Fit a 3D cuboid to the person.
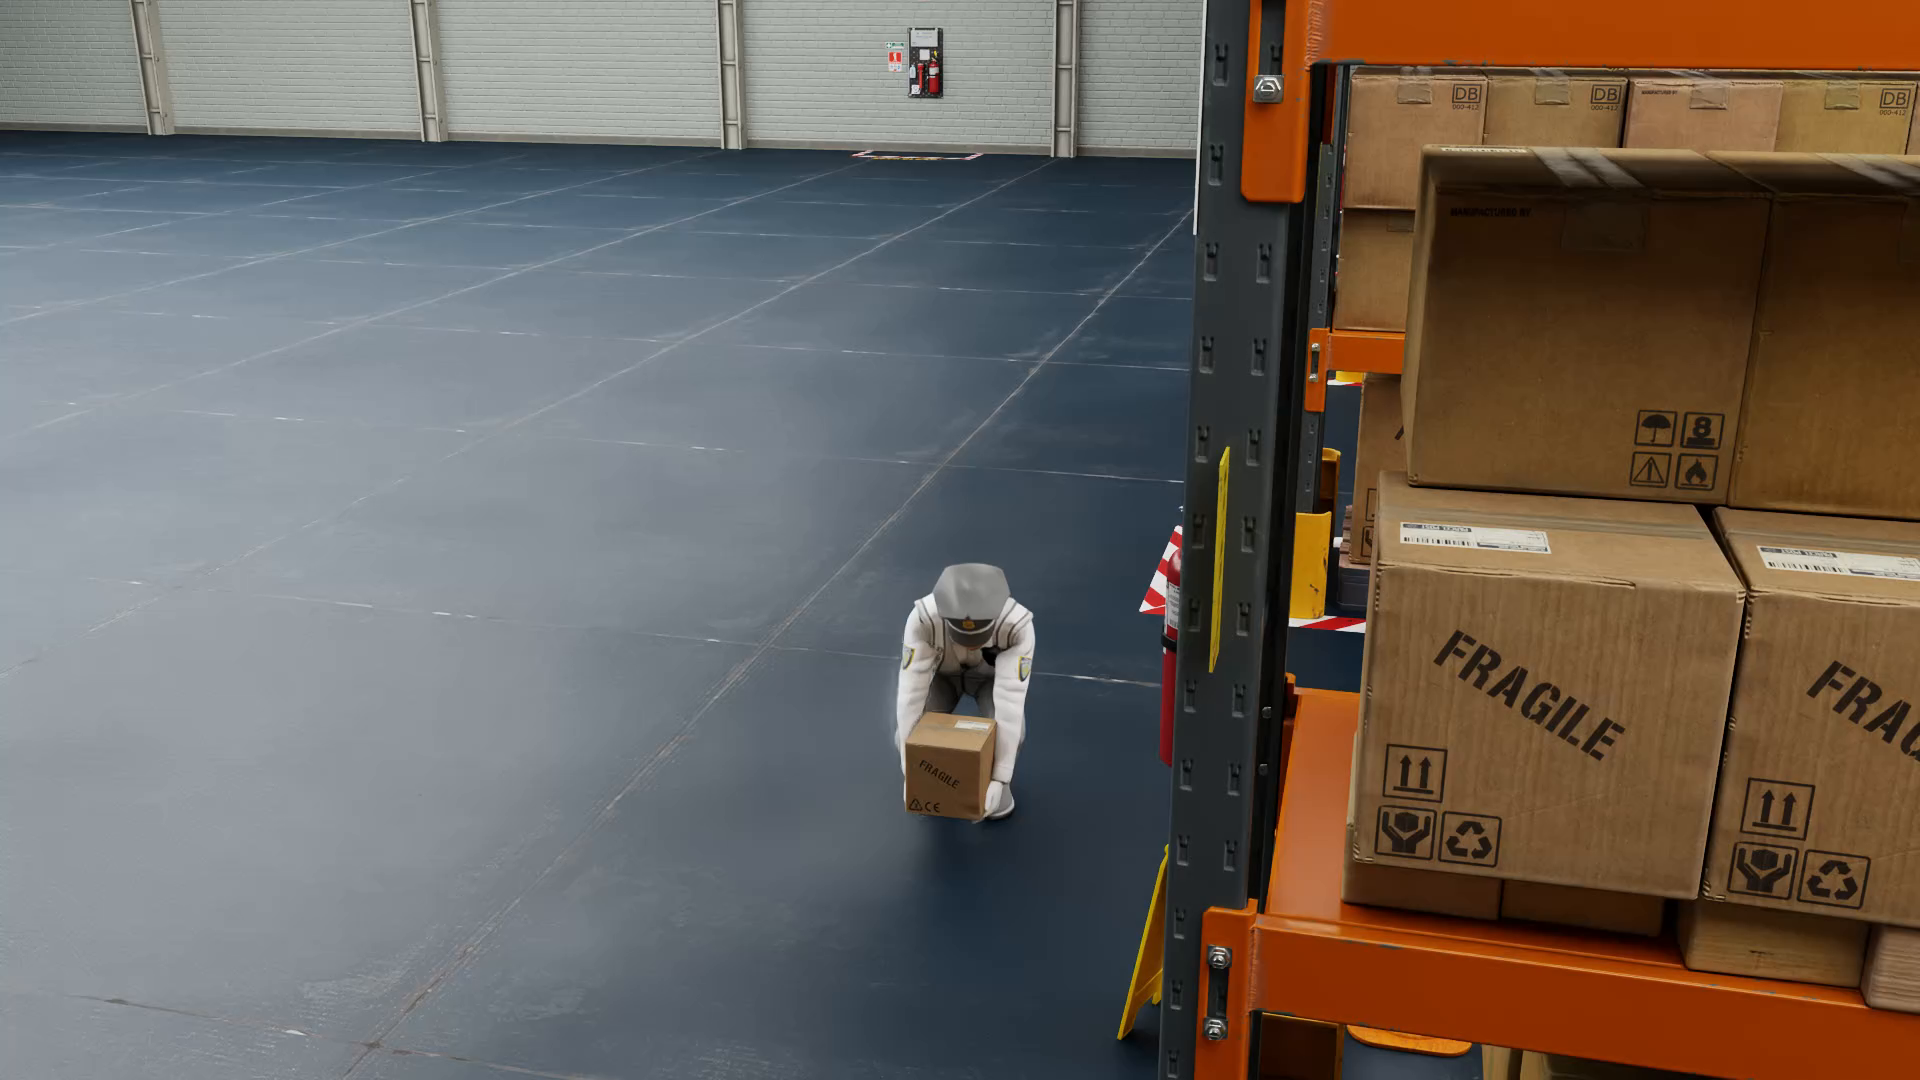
[{"bbox_3d":[0.022,0.491,5.677,0.471,0.989,0.822,2,19,6],"label":"person"}]
